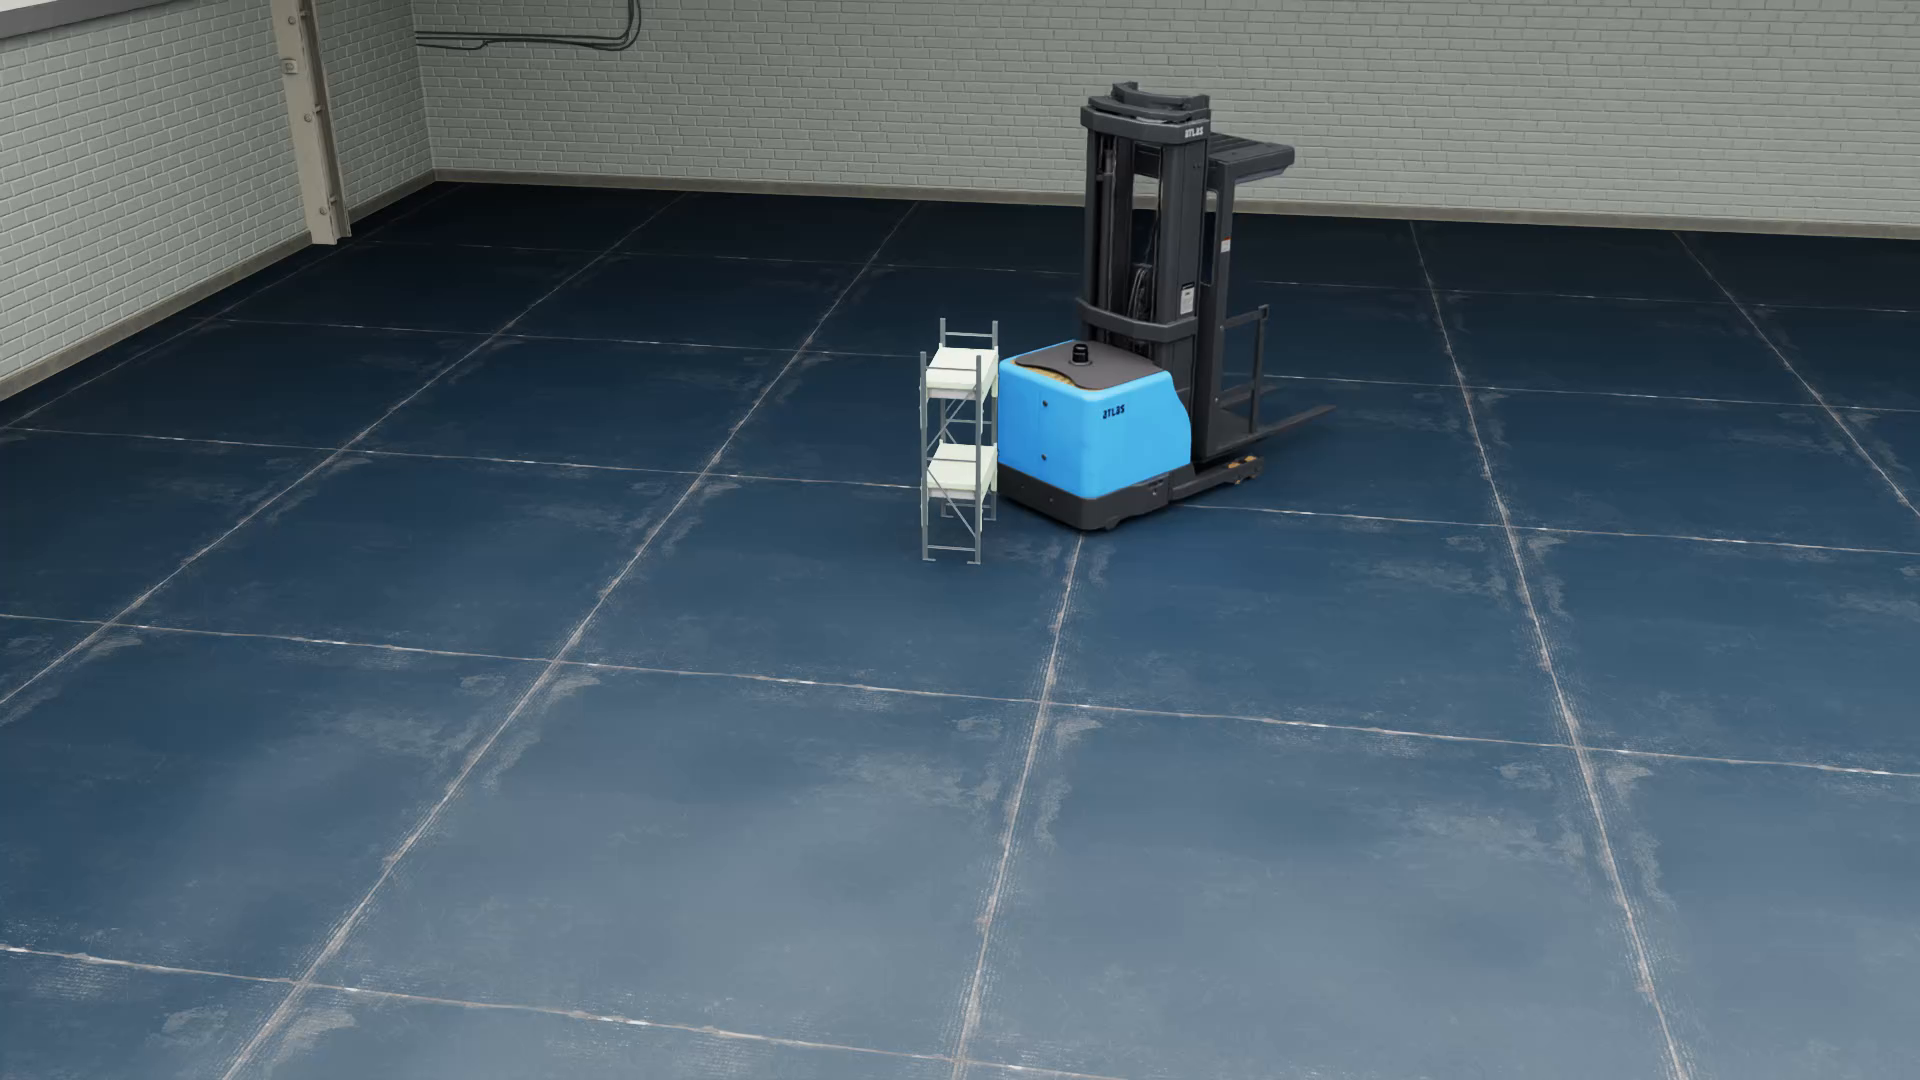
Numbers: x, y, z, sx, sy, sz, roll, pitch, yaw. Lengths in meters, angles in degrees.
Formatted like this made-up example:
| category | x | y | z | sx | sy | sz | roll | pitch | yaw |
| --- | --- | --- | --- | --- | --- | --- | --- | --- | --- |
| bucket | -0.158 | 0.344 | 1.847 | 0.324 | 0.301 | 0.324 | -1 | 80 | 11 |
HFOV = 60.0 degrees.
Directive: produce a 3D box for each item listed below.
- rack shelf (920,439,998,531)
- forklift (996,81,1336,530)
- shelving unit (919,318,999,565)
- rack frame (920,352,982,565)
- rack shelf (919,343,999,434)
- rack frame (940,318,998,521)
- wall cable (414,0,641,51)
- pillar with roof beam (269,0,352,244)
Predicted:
| category | x | y | z | sx | sy | sz | roll | pitch | yaw |
| --- | --- | --- | --- | --- | --- | --- | --- | --- | --- |
| rack shelf | 0.001 | -0.387 | 11.576 | 0.431 | 0.370 | 0.720 | 4 | 25 | 9 |
| forklift | 1.701 | -1.901 | 12.353 | 3.031 | 2.935 | 1.130 | -20 | 32 | -36 |
| shelving unit | 0.001 | -0.682 | 11.438 | 0.431 | 1.500 | 0.755 | 4 | 25 | 9 |
| rack frame | -0.059 | -0.529 | 11.111 | 0.400 | 1.500 | 0.023 | 4 | 25 | 9 |
| rack shelf | 0.001 | -1.036 | 11.273 | 0.431 | 0.370 | 0.720 | 4 | 25 | 9 |
| rack frame | 0.061 | -0.835 | 11.765 | 0.400 | 1.500 | 0.023 | 4 | 25 | 9 |
| wall cable | -5.455 | -7.270 | 20.329 | 3.097 | 2.526 | 0.112 | 4 | 25 | 9 |
| pillar with roof beam | -2.993 | -7.238 | 16.597 | 9.100 | 9.000 | 0.400 | 4 | 25 | 9 |
